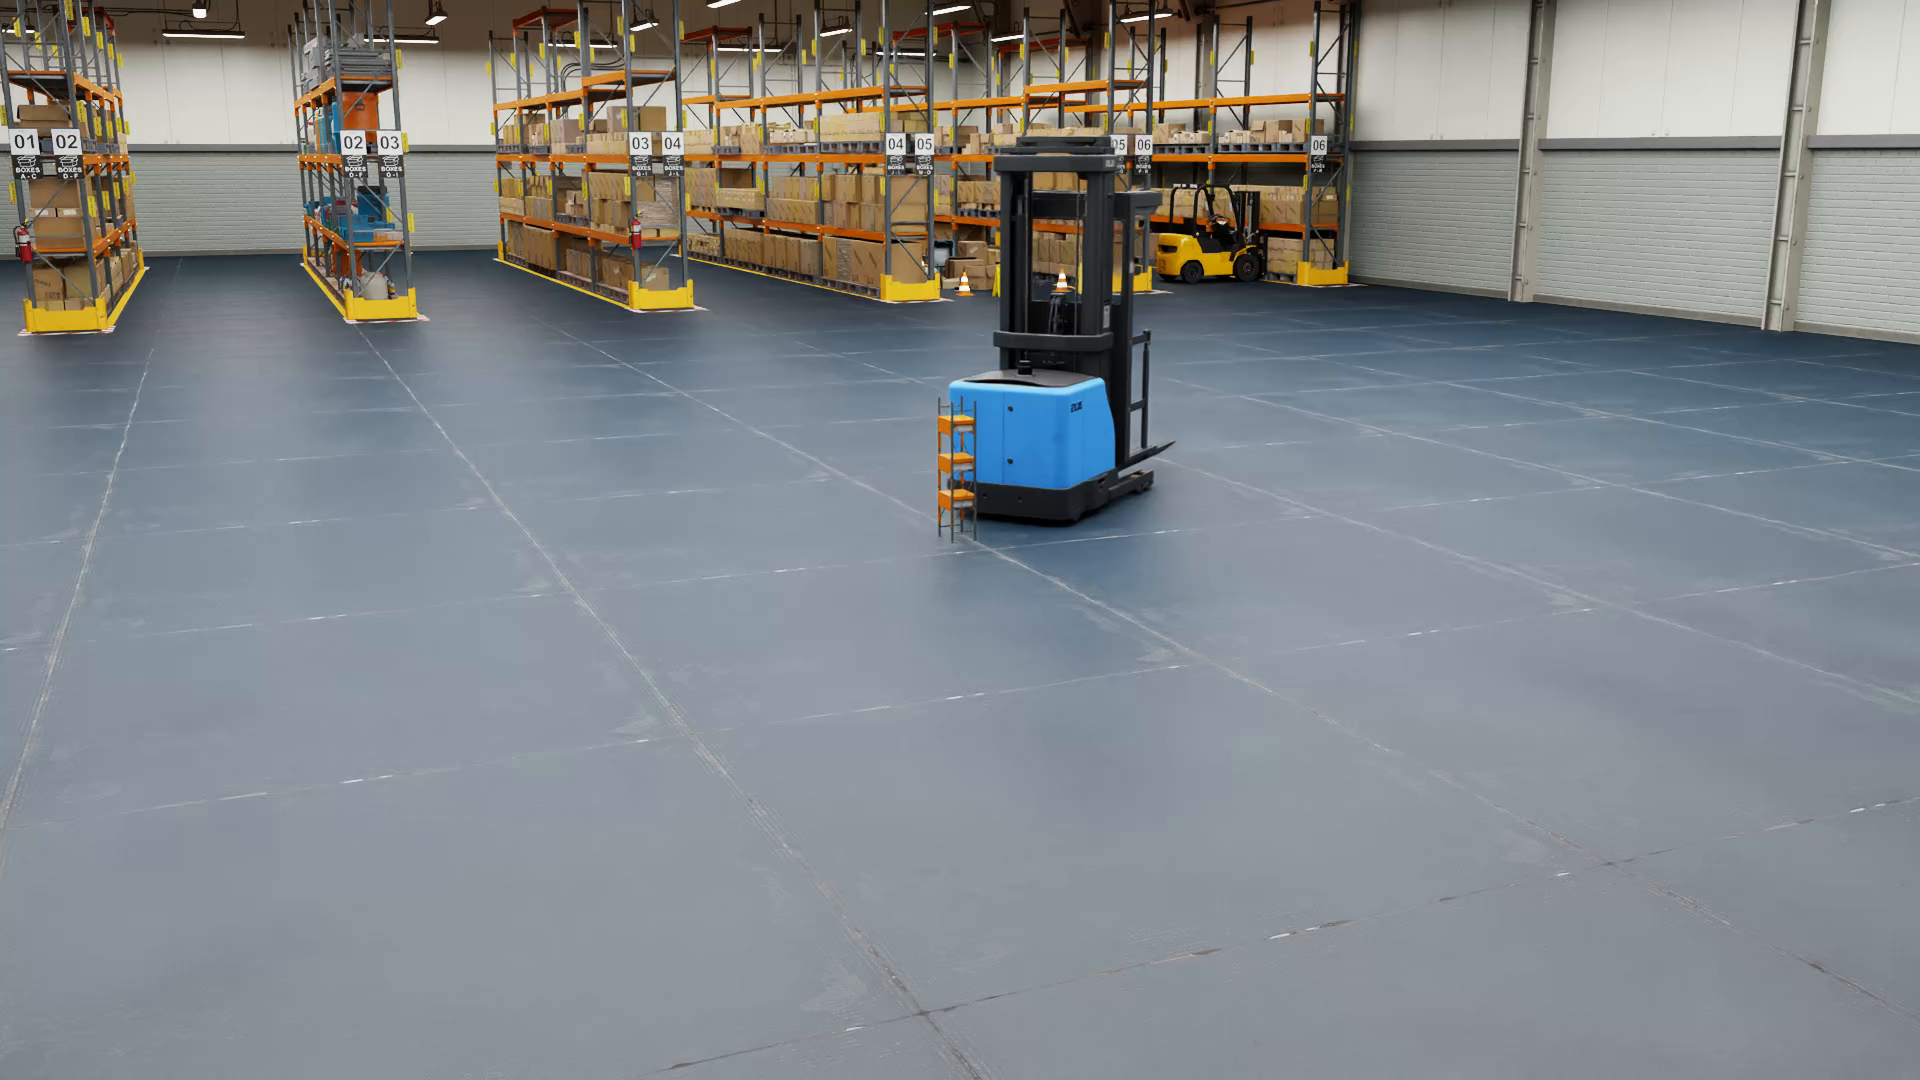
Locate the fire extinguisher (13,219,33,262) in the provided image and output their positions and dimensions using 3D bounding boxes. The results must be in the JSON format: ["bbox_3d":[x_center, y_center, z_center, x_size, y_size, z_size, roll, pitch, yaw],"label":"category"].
[{"bbox_3d":[-15.035,-4.819,26.709,0.296,0.674,0.183,-6,14,-23],"label":"fire extinguisher"}]

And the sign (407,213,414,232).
[{"bbox_3d":[-9.611,-5.553,29.096,0.100,0.325,0.005,-6,14,-23],"label":"sign"}]

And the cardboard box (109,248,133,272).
[{"bbox_3d":[-19.003,-6.322,37.603,0.500,0.500,0.500,-6,14,-23],"label":"cardboard box"}]

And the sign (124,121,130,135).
[{"bbox_3d":[-20.549,-10.167,41.030,0.100,0.325,0.005,-6,14,-23],"label":"sign"}]

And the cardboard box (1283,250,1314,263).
[{"bbox_3d":[7.567,-6.342,37.177,0.500,0.250,0.500,-6,14,-24],"label":"cardboard box"}]

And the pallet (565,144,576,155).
[{"bbox_3d":[-7.749,-8.364,35.621,1.213,0.211,1.003,-6,14,-23],"label":"pallet"}]

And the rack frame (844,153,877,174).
[{"bbox_3d":[-2.907,-10.017,49.000,1.000,3.000,0.127,-6,14,-23],"label":"rack frame"}]

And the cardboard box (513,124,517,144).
[{"bbox_3d":[-10.965,-10.327,42.311,0.700,0.500,0.500,-5,14,-20],"label":"cardboard box"}]

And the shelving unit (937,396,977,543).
[{"bbox_3d":[-0.021,-0.523,12.299,0.215,1.050,0.252,-6,14,-23],"label":"shelving unit"}]

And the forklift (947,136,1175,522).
[{"bbox_3d":[1.007,-1.858,13.896,1.130,2.935,3.031,6,15,26],"label":"forklift"}]

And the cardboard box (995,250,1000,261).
[{"bbox_3d":[1.396,-6.719,39.645,0.950,0.372,0.625,-5,14,-19],"label":"cardboard box"}]

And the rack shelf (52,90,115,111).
[{"bbox_3d":[-18.662,-9.366,35.364,1.077,0.370,4.000,-6,14,-23],"label":"rack shelf"}]

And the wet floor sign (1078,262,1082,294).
[{"bbox_3d":[2.597,-5.429,34.396,0.267,0.644,0.232,-1,13,-4],"label":"wet floor sign"}]

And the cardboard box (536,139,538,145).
[{"bbox_3d":[-9.926,-9.518,39.817,0.380,0.149,0.250,-6,14,-25],"label":"cardboard box"}]

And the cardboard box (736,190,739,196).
[{"bbox_3d":[-5.330,-8.596,41.164,0.380,0.149,0.250,-5,14,-20],"label":"cardboard box"}]

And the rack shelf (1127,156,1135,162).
[{"bbox_3d":[2.701,-8.236,36.245,1.077,0.370,4.000,-6,14,-23],"label":"rack shelf"}]

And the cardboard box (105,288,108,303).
[{"bbox_3d":[-15.468,-4.332,29.601,0.500,0.250,0.500,-6,14,-23],"label":"cardboard box"}]

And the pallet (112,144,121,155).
[{"bbox_3d":[-17.508,-7.813,33.241,1.213,0.211,1.003,-5,14,-20],"label":"pallet"}]

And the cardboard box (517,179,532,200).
[{"bbox_3d":[-10.814,-8.804,41.767,0.500,0.500,0.500,-5,14,-21],"label":"cardboard box"}]

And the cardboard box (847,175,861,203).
[{"bbox_3d":[-1.843,-7.254,34.333,0.875,0.550,0.500,-6,14,-23],"label":"cardboard box"}]

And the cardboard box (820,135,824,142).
[{"bbox_3d":[-2.761,-8.557,35.440,0.380,0.149,0.250,-6,14,-24],"label":"cardboard box"}]

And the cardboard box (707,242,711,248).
[{"bbox_3d":[-6.592,-7.940,44.756,0.380,0.149,0.250,-5,14,-22],"label":"cardboard box"}]

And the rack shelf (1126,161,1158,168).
[{"bbox_3d":[4.043,-10.338,45.327,1.077,0.370,4.000,-6,14,-23],"label":"rack shelf"}]

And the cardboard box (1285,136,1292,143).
[{"bbox_3d":[7.438,-8.897,36.910,0.380,0.149,0.250,-6,14,-25],"label":"cardboard box"}]

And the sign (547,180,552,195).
[{"bbox_3d":[-9.290,-7.983,37.641,0.100,0.325,0.005,-6,14,-23],"label":"sign"}]

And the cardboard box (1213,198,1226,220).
[{"bbox_3d":[6.385,-7.921,39.719,0.500,0.500,0.500,-6,14,-25],"label":"cardboard box"}]

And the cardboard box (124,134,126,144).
[{"bbox_3d":[-20.627,-9.777,40.533,0.500,0.250,0.500,-6,14,-23],"label":"cardboard box"}]

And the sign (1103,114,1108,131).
[{"bbox_3d":[2.985,-8.559,34.080,0.100,0.325,0.005,-6,14,-23],"label":"sign"}]

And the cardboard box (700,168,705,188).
[{"bbox_3d":[-6.640,-9.690,44.486,0.500,0.500,0.500,-5,14,-21],"label":"cardboard box"}]

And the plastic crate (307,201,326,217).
[{"bbox_3d":[-15.423,-7.936,39.908,0.392,0.384,0.575,-6,14,-23],"label":"plastic crate"}]

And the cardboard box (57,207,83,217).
[{"bbox_3d":[-14.617,-5.388,27.337,0.380,0.149,0.250,-6,14,-23],"label":"cardboard box"}]

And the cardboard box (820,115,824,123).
[{"bbox_3d":[-2.761,-8.945,35.350,0.380,0.149,0.250,-5,14,-22],"label":"cardboard box"}]

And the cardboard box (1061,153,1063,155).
[{"bbox_3d":[2.418,-8.471,36.225,0.380,0.149,0.250,-6,14,-23],"label":"cardboard box"}]

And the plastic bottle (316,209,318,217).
[{"bbox_3d":[-14.812,-7.494,38.355,0.061,0.283,0.133,-6,14,-23],"label":"plastic bottle"}]

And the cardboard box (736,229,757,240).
[{"bbox_3d":[-5.330,-7.683,41.863,0.500,0.250,0.500,-5,14,-21],"label":"cardboard box"}]

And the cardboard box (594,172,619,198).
[{"bbox_3d":[-7.032,-7.105,33.316,0.500,0.500,0.500,-6,14,-23],"label":"cardboard box"}]

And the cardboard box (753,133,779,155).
[{"bbox_3d":[-4.659,-9.502,39.898,0.500,0.500,0.500,-6,14,-23],"label":"cardboard box"}]

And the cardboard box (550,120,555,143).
[{"bbox_3d":[-8.830,-9.103,37.065,0.500,0.500,0.500,-5,14,-22],"label":"cardboard box"}]

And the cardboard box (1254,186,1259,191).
[{"bbox_3d":[7.007,-8.095,38.375,0.380,0.149,0.250,-6,14,-23],"label":"cardboard box"}]

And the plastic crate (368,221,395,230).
[{"bbox_3d":[-11.027,-5.919,31.622,0.499,0.251,0.616,-6,14,-23],"label":"plastic crate"}]

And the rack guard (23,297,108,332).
[{"bbox_3d":[-14.647,-3.700,27.248,1.175,0.500,0.348,-6,14,-23],"label":"rack guard"}]

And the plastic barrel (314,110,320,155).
[{"bbox_3d":[-13.191,-8.538,34.846,0.600,0.901,0.600,0,13,0],"label":"plastic barrel"}]

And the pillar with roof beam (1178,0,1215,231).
[{"bbox_3d":[2.247,-11.160,40.630,9.100,9.000,0.548,-6,14,-23],"label":"pillar with roof beam"}]

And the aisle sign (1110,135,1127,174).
[{"bbox_3d":[3.261,-7.939,34.256,0.394,0.787,0.004,-6,14,-23],"label":"aisle sign"}]

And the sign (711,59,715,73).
[{"bbox_3d":[-6.305,-12.094,42.421,0.100,0.325,0.005,-6,14,-23],"label":"sign"}]

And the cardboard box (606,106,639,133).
[{"bbox_3d":[-6.431,-8.013,31.695,0.500,0.500,0.500,-6,14,-23],"label":"cardboard box"}]

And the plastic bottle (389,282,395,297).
[{"bbox_3d":[-10.557,-4.657,30.915,0.097,0.271,0.097,0,13,0],"label":"plastic bottle"}]

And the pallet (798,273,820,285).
[{"bbox_3d":[-2.974,-5.864,37.240,1.003,0.211,1.213,-6,14,-23],"label":"pallet"}]

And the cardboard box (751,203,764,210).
[{"bbox_3d":[-4.817,-8.039,40.079,0.380,0.149,0.250,-5,14,-22],"label":"cardboard box"}]

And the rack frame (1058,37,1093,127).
[{"bbox_3d":[3.241,-12.563,46.693,1.000,3.000,0.127,-6,14,-23],"label":"rack frame"}]
